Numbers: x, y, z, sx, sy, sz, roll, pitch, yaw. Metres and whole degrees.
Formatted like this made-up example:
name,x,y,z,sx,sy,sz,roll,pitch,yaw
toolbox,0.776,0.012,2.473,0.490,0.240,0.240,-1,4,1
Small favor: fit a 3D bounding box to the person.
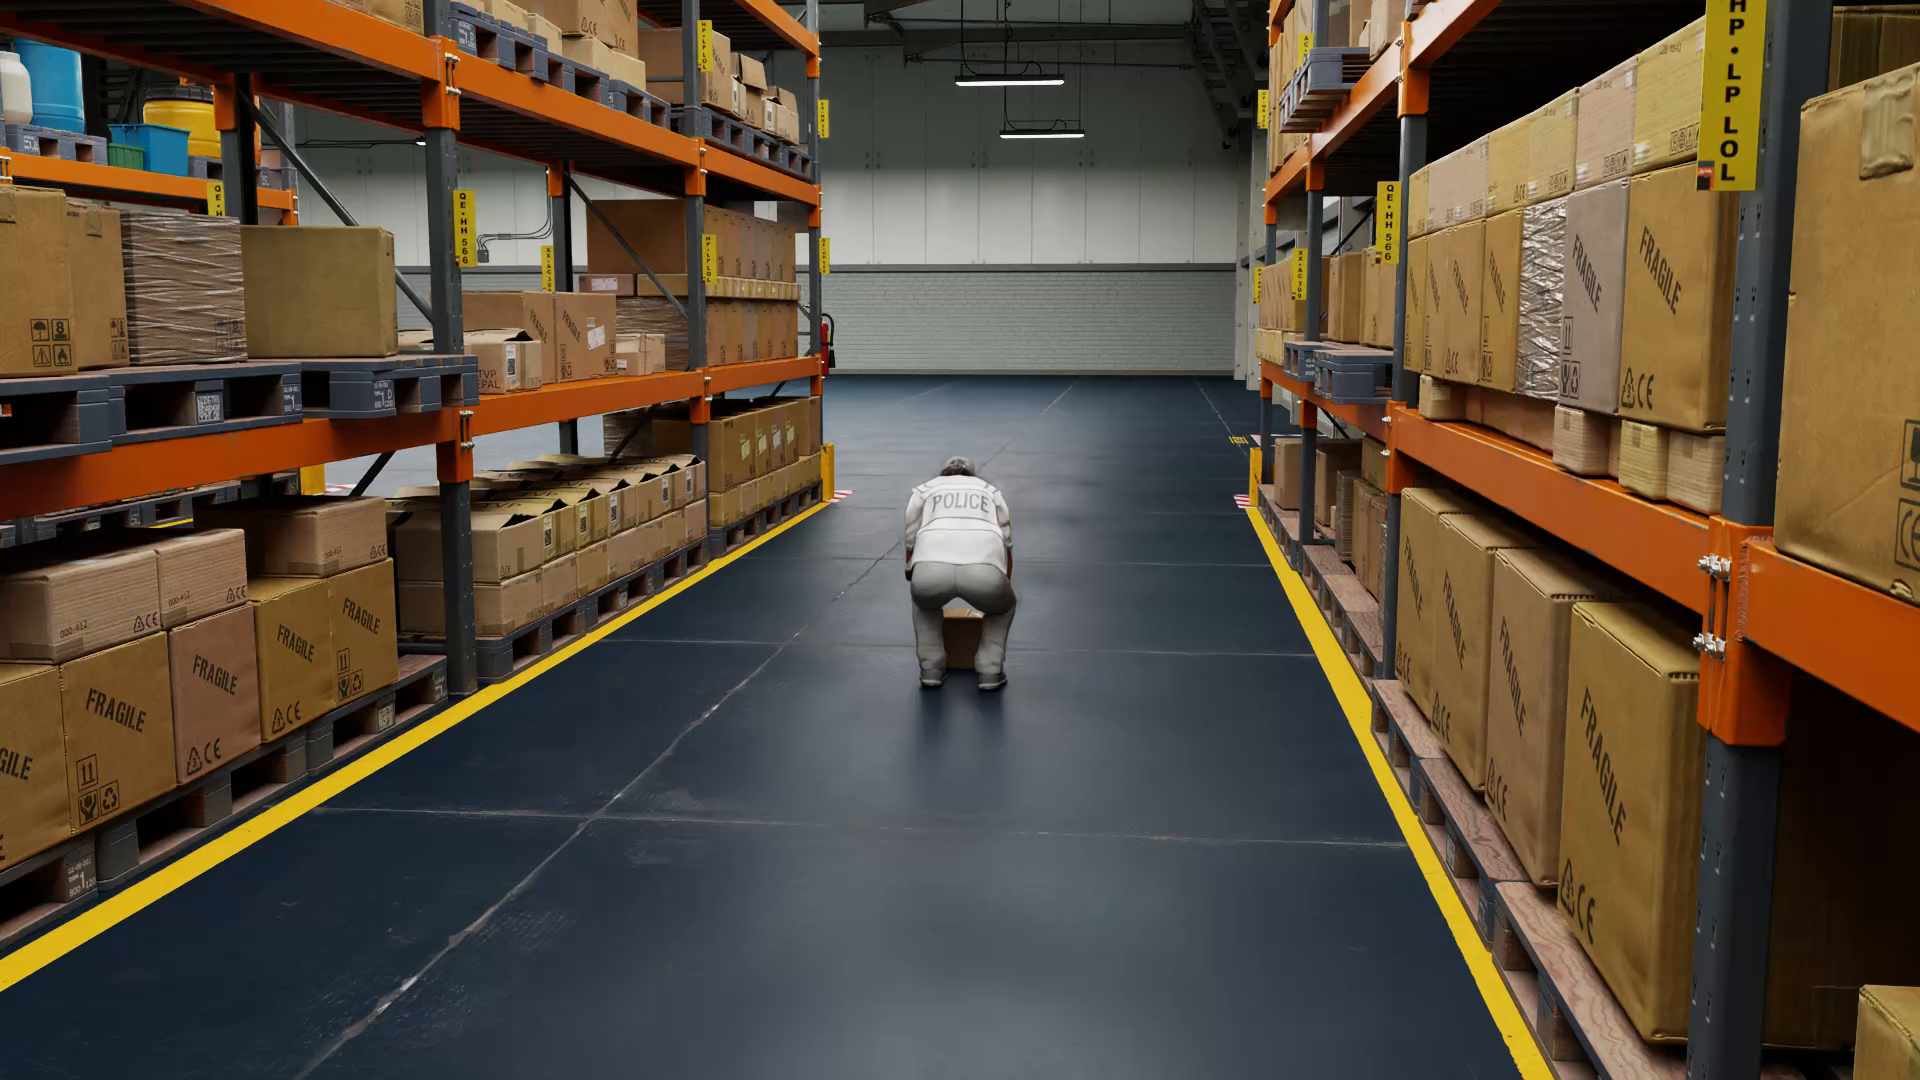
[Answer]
name,x,y,z,sx,sy,sz,roll,pitch,yaw
person,-0.010,0.151,7.620,0.530,1.016,0.843,1,8,6
